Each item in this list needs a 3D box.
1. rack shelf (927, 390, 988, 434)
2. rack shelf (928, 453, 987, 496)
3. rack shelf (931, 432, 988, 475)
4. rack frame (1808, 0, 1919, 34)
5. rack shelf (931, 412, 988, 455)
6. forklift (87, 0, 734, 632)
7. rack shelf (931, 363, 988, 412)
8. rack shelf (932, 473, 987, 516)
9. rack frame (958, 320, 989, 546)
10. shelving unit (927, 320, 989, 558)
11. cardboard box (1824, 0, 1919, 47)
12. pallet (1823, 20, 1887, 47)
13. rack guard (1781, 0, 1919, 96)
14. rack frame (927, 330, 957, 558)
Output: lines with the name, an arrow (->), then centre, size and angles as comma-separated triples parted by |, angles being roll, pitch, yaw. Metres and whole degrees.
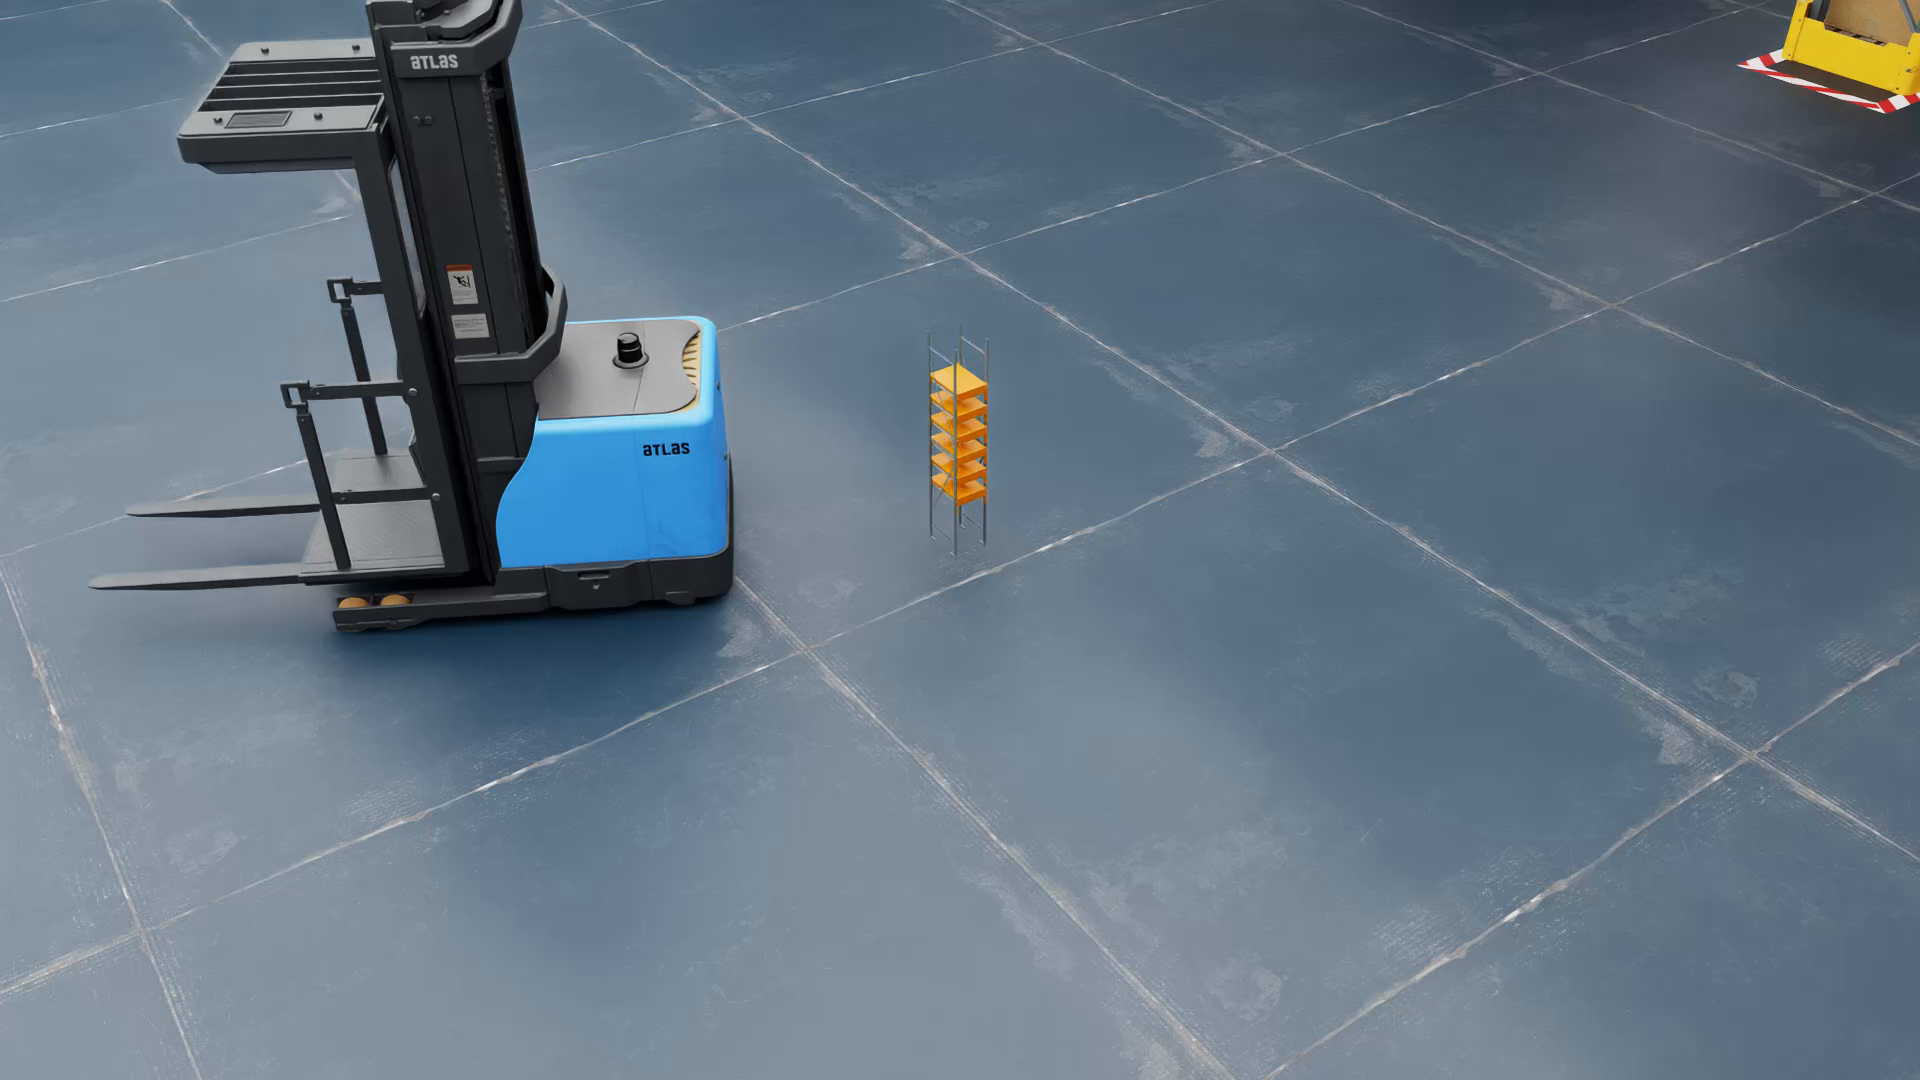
rack shelf -> -0.012, -0.641, 8.092 | 0.180, 0.103, 0.258 | -22, 41, -28
rack shelf -> -0.012, -0.349, 8.302 | 0.180, 0.103, 0.258 | -22, 41, -28
rack shelf -> -0.012, -0.446, 8.232 | 0.180, 0.103, 0.258 | -22, 41, -28
rack frame -> 7.570, -5.187, 13.206 | 0.127, 3.000, 1.000 | -22, 41, -28
rack shelf -> -0.012, -0.544, 8.162 | 0.180, 0.103, 0.258 | -22, 41, -28
forklift -> -2.665, -1.075, 7.547 | 3.031, 2.935, 1.130 | -4, 36, -5
rack shelf -> -0.012, -0.738, 8.022 | 0.180, 0.103, 0.258 | -22, 41, -28
rack shelf -> -0.012, -0.251, 8.372 | 0.180, 0.103, 0.258 | -22, 41, -28
rack frame -> 0.063, -0.513, 8.249 | 0.006, 1.200, 0.240 | -22, 41, -28
shelving unit -> -0.012, -0.482, 8.206 | 0.189, 1.200, 0.258 | -22, 41, -28
cardboard box -> 8.086, -4.754, 14.065 | 0.875, 0.875, 0.875 | -22, 41, -28
pallet -> 8.179, -4.361, 14.446 | 1.213, 0.211, 1.003 | -22, 41, -28
rack guard -> 7.550, -4.164, 13.925 | 0.348, 0.500, 1.175 | -22, 41, -28
rack frame -> -0.087, -0.451, 8.163 | 0.006, 1.200, 0.240 | -22, 41, -28
